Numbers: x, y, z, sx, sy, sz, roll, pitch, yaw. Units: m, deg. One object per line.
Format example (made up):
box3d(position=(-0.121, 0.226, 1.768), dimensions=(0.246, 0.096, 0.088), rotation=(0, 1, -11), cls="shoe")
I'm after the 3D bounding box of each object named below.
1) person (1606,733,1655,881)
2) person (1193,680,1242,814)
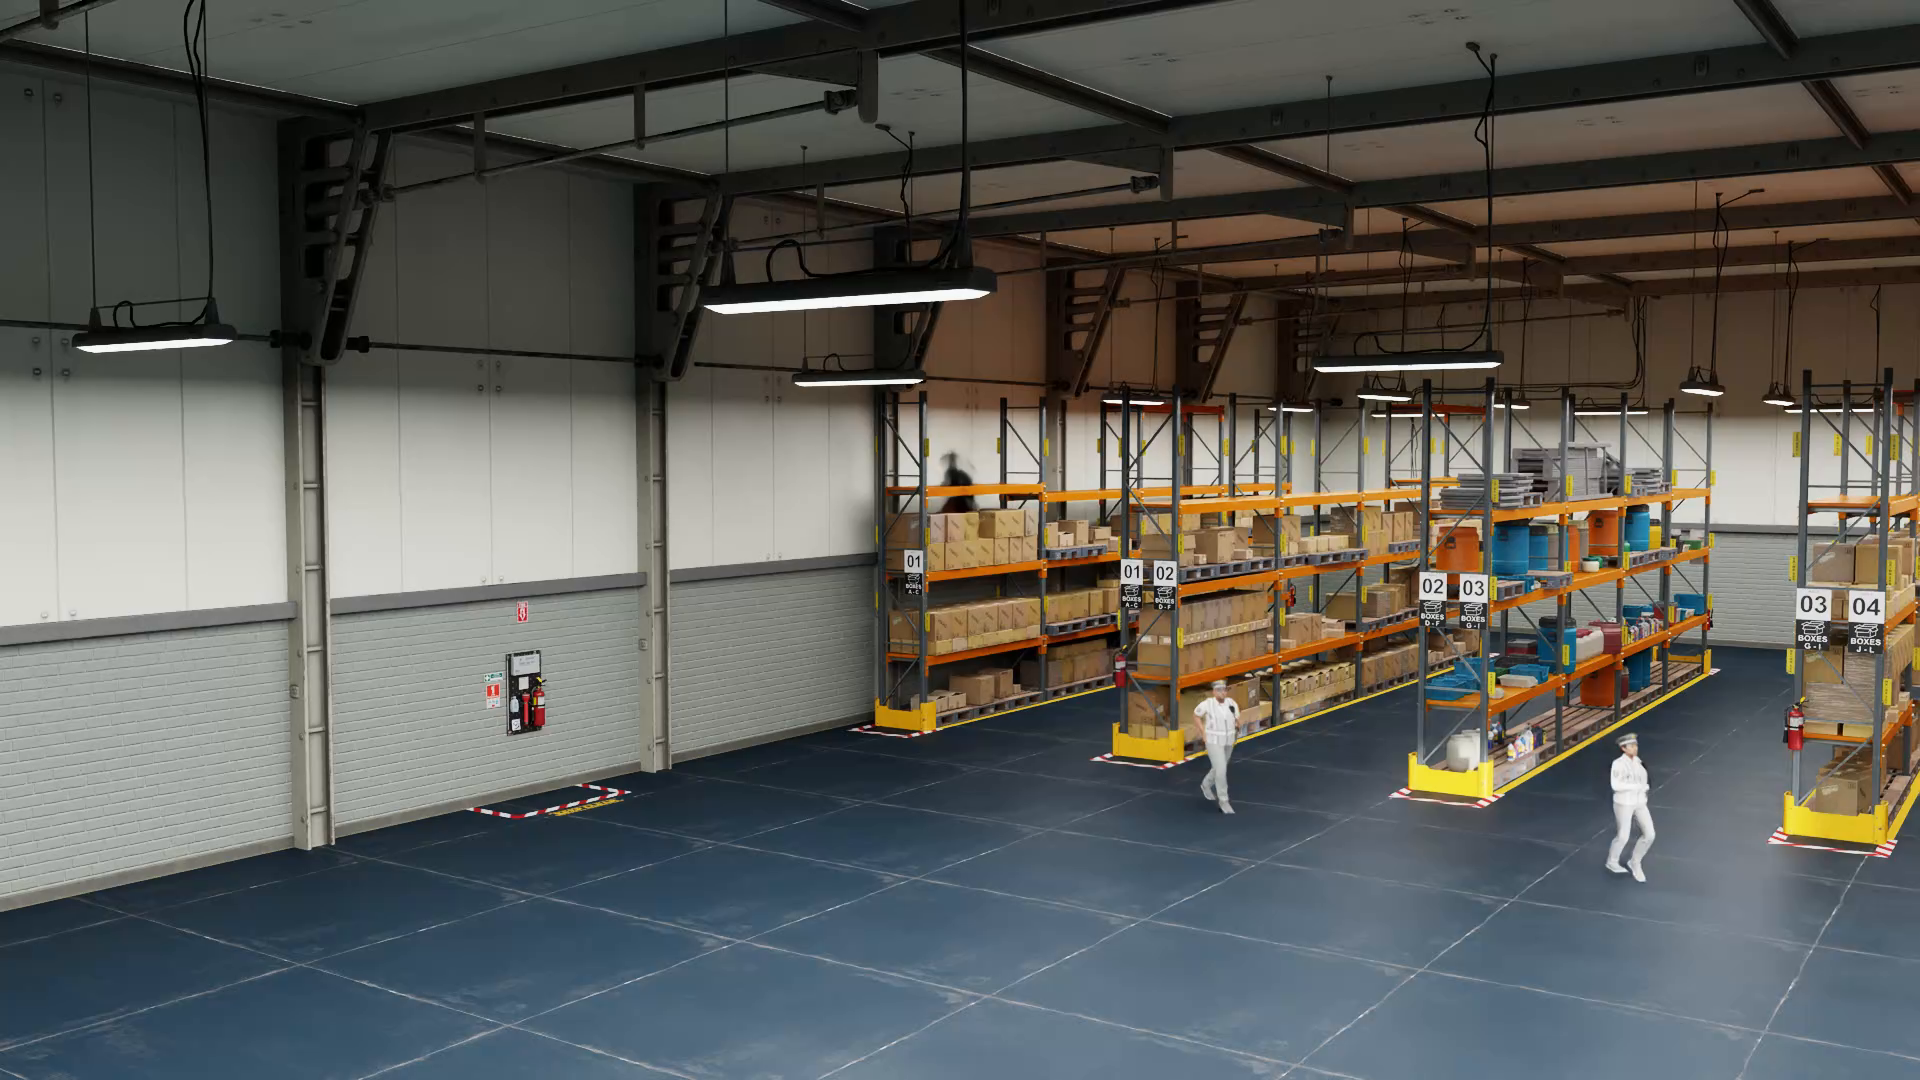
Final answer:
box3d(position=(7.789, 3.093, 19.263), dimensions=(0.592, 1.728, 0.659), rotation=(-1, 3, -21), cls="person")
box3d(position=(3.622, 2.830, 23.160), dimensions=(0.640, 1.818, 0.910), rotation=(-1, 3, -24), cls="person")
